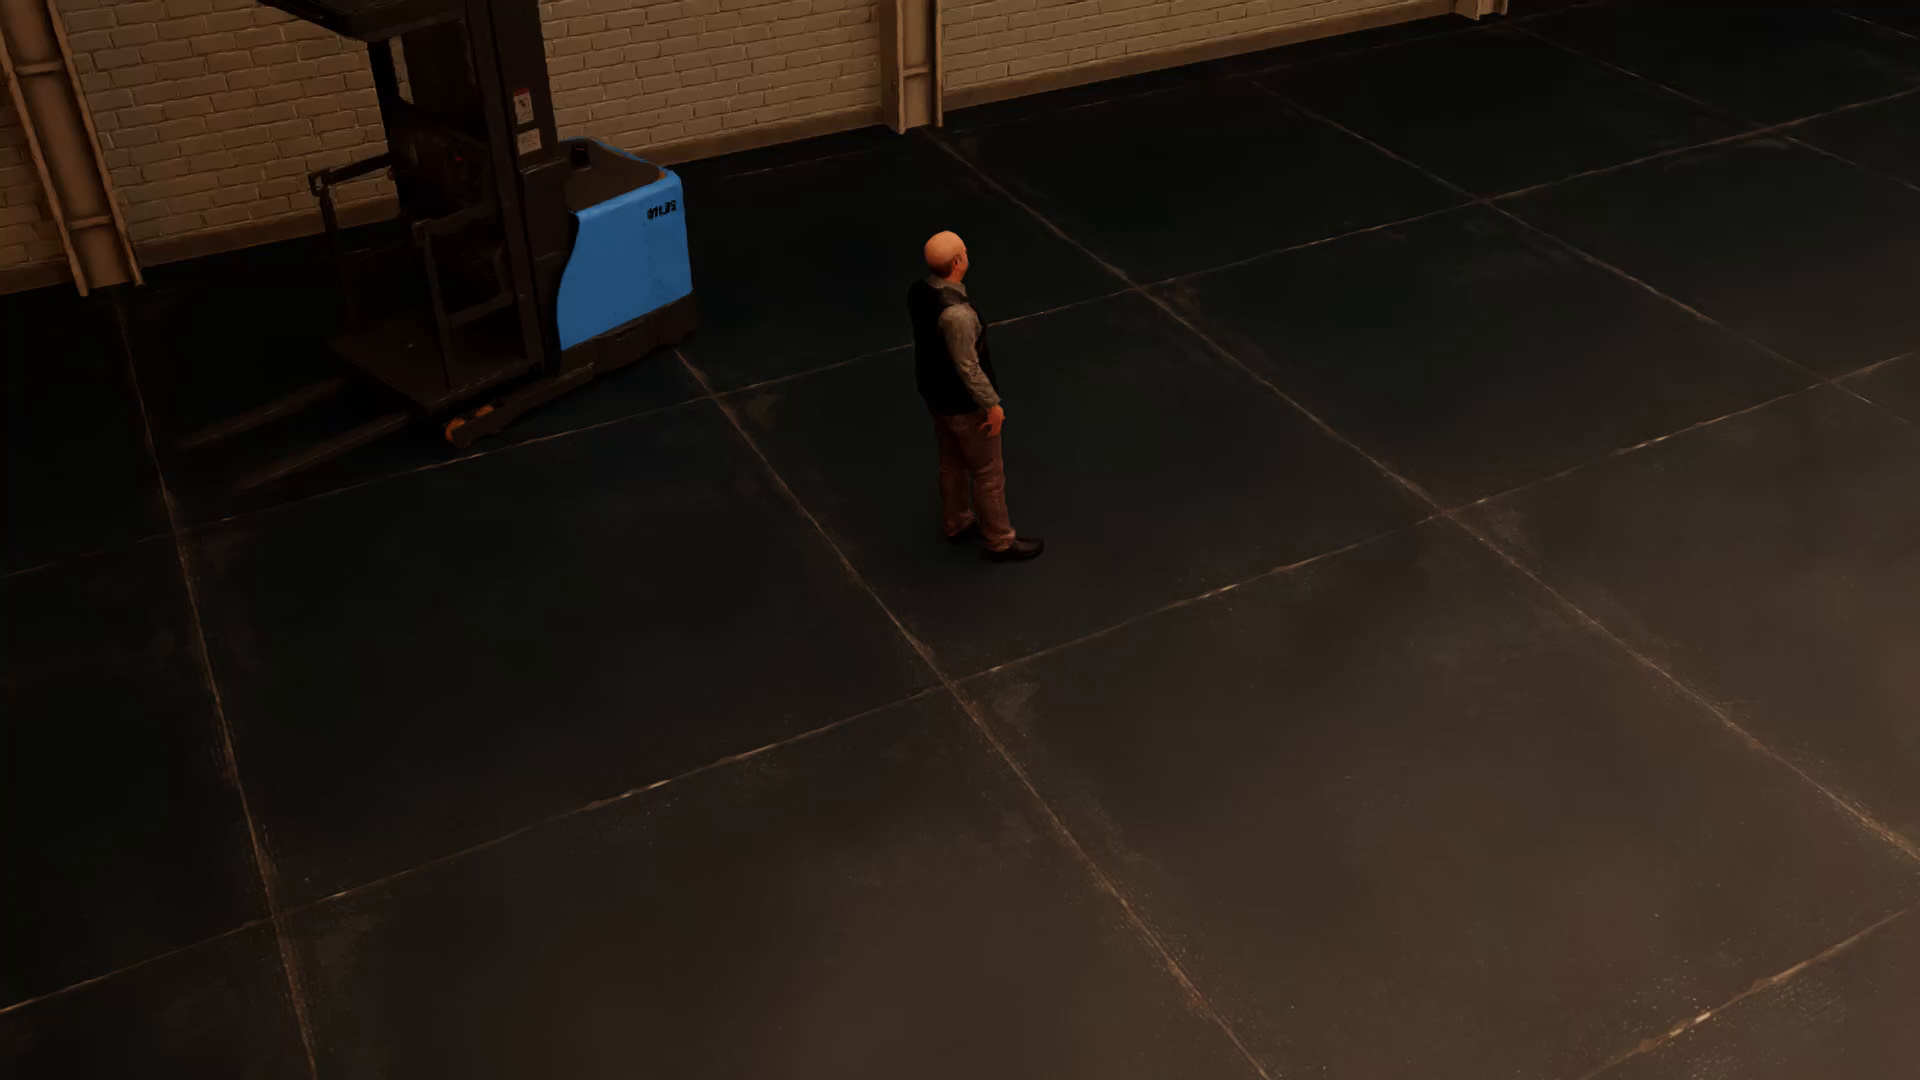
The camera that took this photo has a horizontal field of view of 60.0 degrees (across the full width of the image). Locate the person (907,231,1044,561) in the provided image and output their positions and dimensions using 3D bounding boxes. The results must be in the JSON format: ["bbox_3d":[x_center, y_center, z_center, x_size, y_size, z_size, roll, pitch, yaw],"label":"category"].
[{"bbox_3d":[0.059,-0.721,8.179,0.567,1.720,0.632,-17,39,-23],"label":"person"}]

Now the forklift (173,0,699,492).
[{"bbox_3d":[-3.001,-2.047,9.019,1.130,2.935,3.031,27,44,33],"label":"forklift"}]
